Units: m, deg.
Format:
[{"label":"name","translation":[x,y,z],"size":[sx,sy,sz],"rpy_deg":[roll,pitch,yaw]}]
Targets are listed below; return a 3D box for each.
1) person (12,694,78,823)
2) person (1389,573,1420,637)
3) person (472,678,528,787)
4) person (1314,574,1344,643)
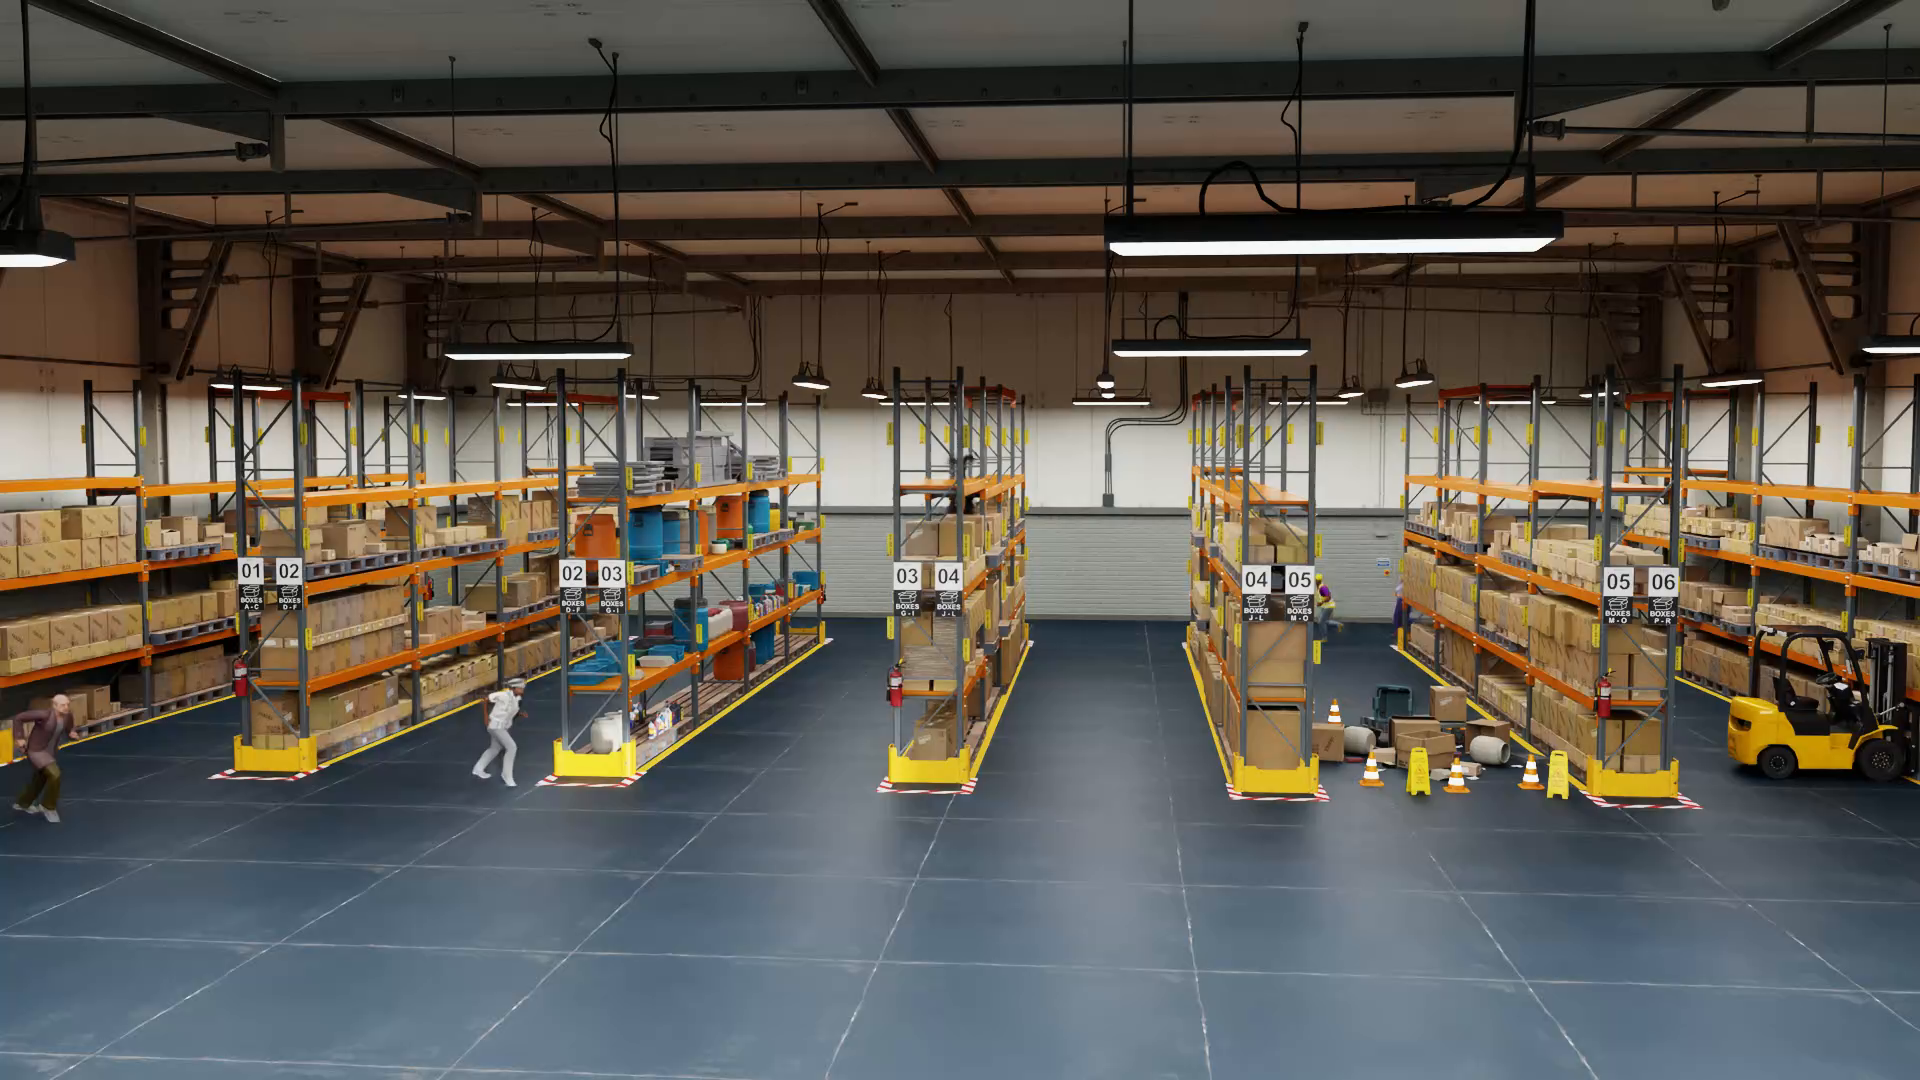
[{"label":"person","translation":[-11.963,2.851,21.645],"size":[1.062,1.719,0.756],"rpy_deg":[1,4,20]},{"label":"person","translation":[11.108,1.611,41.443],"size":[0.842,1.613,0.615],"rpy_deg":[0,4,-5]},{"label":"person","translation":[-6.645,2.766,23.892],"size":[0.962,1.608,0.623],"rpy_deg":[1,4,21]},{"label":"person","translation":[8.938,1.666,40.448],"size":[0.828,1.693,0.703],"rpy_deg":[0,4,-2]}]
